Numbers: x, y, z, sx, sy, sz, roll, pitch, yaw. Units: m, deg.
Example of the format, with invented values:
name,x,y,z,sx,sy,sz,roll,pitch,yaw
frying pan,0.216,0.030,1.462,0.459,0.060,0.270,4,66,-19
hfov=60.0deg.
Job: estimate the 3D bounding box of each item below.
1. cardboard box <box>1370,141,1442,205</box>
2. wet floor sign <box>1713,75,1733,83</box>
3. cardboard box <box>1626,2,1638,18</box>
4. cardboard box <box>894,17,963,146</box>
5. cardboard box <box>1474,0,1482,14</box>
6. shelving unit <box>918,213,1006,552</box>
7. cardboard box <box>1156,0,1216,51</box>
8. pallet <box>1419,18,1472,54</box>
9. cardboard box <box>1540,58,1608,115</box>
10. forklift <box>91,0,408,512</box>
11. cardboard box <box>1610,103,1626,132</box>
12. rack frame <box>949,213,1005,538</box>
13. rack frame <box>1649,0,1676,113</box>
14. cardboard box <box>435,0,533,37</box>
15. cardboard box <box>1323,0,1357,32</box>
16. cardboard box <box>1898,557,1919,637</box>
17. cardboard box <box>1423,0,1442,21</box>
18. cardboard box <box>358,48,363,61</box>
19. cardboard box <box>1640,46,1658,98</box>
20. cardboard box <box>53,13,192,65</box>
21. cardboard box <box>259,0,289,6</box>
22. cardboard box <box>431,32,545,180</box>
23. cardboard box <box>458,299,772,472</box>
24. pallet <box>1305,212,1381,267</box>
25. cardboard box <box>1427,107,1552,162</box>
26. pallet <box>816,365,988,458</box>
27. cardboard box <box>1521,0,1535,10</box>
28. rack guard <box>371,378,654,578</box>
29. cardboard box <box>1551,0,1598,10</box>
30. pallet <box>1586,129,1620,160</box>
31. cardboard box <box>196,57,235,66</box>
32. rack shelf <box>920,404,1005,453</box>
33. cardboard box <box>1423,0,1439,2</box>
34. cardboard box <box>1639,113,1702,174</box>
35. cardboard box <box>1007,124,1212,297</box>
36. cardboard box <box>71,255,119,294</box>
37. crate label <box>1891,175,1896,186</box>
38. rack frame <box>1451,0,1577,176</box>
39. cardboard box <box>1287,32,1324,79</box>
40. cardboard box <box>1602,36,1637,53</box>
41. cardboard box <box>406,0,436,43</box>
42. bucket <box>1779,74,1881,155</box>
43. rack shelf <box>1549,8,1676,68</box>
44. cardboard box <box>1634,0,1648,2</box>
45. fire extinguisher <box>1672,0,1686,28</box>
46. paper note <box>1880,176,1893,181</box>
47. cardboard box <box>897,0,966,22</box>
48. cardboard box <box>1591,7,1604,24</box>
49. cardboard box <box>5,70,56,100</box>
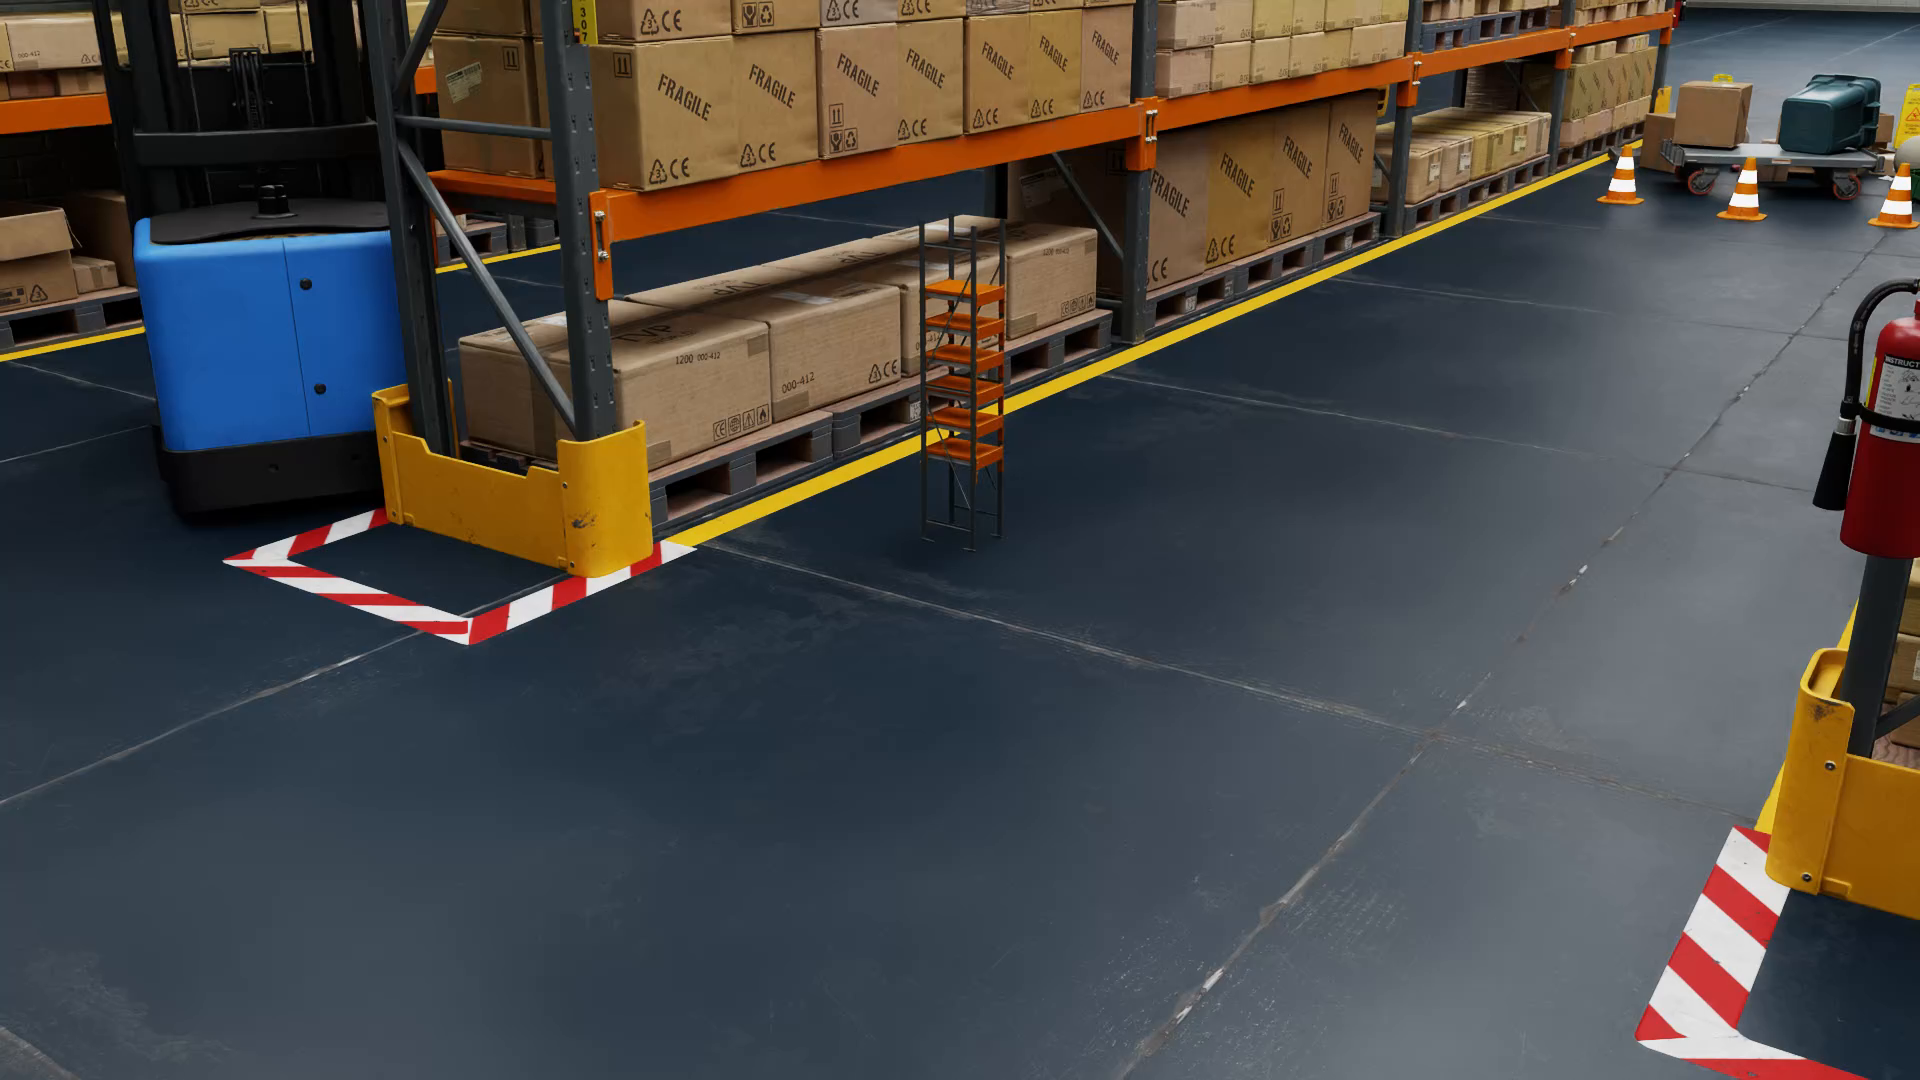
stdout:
name,x,y,z,sx,sy,sz,roll,pitch,yaw
cardboard box,3.152,-2.852,12.835,0.950,0.372,0.625,11,23,28
wet floor sign,8.315,-4.765,18.216,0.232,0.644,0.267,-14,25,-33
cardboard box,6.629,-5.376,16.836,0.380,0.149,0.250,13,24,31
cardboard box,-0.334,-2.001,7.207,0.500,0.500,0.500,14,25,34
cardboard box,3.911,-4.256,13.204,0.380,0.149,0.250,14,25,34
shelving unit,0.008,-0.567,6.068,0.258,1.200,0.189,13,24,32
cardboard box,1.058,-2.815,9.048,0.500,0.250,0.500,12,24,30
pallet,3.139,-3.863,12.661,1.213,0.211,1.003,13,24,32
cardboard box,5.921,-4.407,16.133,0.500,0.500,0.500,14,25,34
forklift,-3.141,-1.954,7.323,1.130,2.935,3.031,-9,22,-23
cardboard box,6.504,-4.348,17.053,0.500,0.250,0.500,12,24,30
rack frame,0.060,-0.593,6.139,0.240,1.200,0.006,13,24,32
rack frame,7.324,-6.023,18.225,1.000,3.000,0.127,13,24,32
cardboard box,-1.597,-2.133,6.122,0.500,0.500,0.500,14,25,34
cardboard box,2.208,-3.405,10.641,0.500,0.250,0.500,13,24,30
cardboard box,2.568,0.164,4.145,0.380,0.149,0.250,14,24,32
cardboard box,3.350,-3.938,12.345,0.380,0.149,0.250,12,23,29
cardboard box,-3.924,-3.060,10.577,0.380,0.149,0.250,14,24,33
cardboard box,7.089,-5.001,17.740,0.500,0.500,0.500,13,24,32
cardboard box,-4.735,-2.837,9.398,0.500,0.250,0.500,13,24,31
cardboard box,-4.587,-3.593,10.360,0.500,0.500,0.500,13,24,30
cardboard box,-1.618,-1.669,6.310,0.500,0.500,0.500,13,24,32
cardboard box,-1.382,-0.637,6.750,0.875,0.438,0.875,12,24,30
pallet,2.321,-2.208,11.931,1.003,0.211,1.213,13,24,32
cardboard box,4.782,-3.689,15.097,0.950,0.372,0.625,14,24,33
pallet,-0.599,-0.718,7.901,1.003,0.211,1.213,13,24,32
cardboard box,4.596,-4.526,13.934,0.380,0.149,0.250,14,24,32
rack guard,-1.684,-0.253,6.229,1.175,0.500,0.348,13,24,32
cardboard box,5.553,-5.134,15.247,0.500,0.500,0.500,13,24,32
pallet,6.108,-4.119,17.095,1.003,0.211,1.213,13,24,32
cardboard box,-4.470,-2.762,9.770,0.380,0.149,0.250,14,24,33
rack shelf,0.008,-0.413,6.125,0.258,0.103,0.180,13,24,32
cardboard box,3.271,-4.195,12.104,0.500,0.500,0.500,12,24,30
cardboard box,6.803,-3.746,15.669,0.500,0.500,0.500,-6,21,-15
cardboard box,0.860,-1.974,9.735,0.875,0.875,0.875,14,25,33
cardboard box,-5.085,-1.531,9.583,0.380,0.149,0.250,12,24,30
crate label,8.276,-3.101,14.450,0.298,0.136,0.250,-2,20,-5
rack frame,5.075,-4.875,15.122,1.000,3.000,0.127,13,24,32
cardboard box,1.923,-3.019,10.319,0.500,0.250,0.500,13,24,31
cardboard box,6.645,-5.041,16.910,0.380,0.149,0.250,14,25,34
cardboard box,-3.614,-3.423,10.981,0.500,0.250,0.500,14,24,33
bucket,7.395,-3.605,14.216,0.620,0.611,0.726,-24,30,-29
rack shelf,6.199,-5.112,16.798,1.077,0.370,4.000,13,24,32
cardboard box,6.677,-5.714,16.817,0.500,0.500,0.500,13,24,32
fire extinguisher,7.769,-5.930,18.084,0.296,0.674,0.183,13,24,32
paper note,8.476,-3.289,15.125,0.155,0.023,0.172,-14,25,-33
cardboard box,-0.318,-2.473,7.040,0.500,0.500,0.500,13,24,32
cardboard box,5.908,-5.014,15.859,0.380,0.149,0.250,14,25,33
cardboard box,-5.143,-2.487,9.026,0.380,0.149,0.250,13,24,31
